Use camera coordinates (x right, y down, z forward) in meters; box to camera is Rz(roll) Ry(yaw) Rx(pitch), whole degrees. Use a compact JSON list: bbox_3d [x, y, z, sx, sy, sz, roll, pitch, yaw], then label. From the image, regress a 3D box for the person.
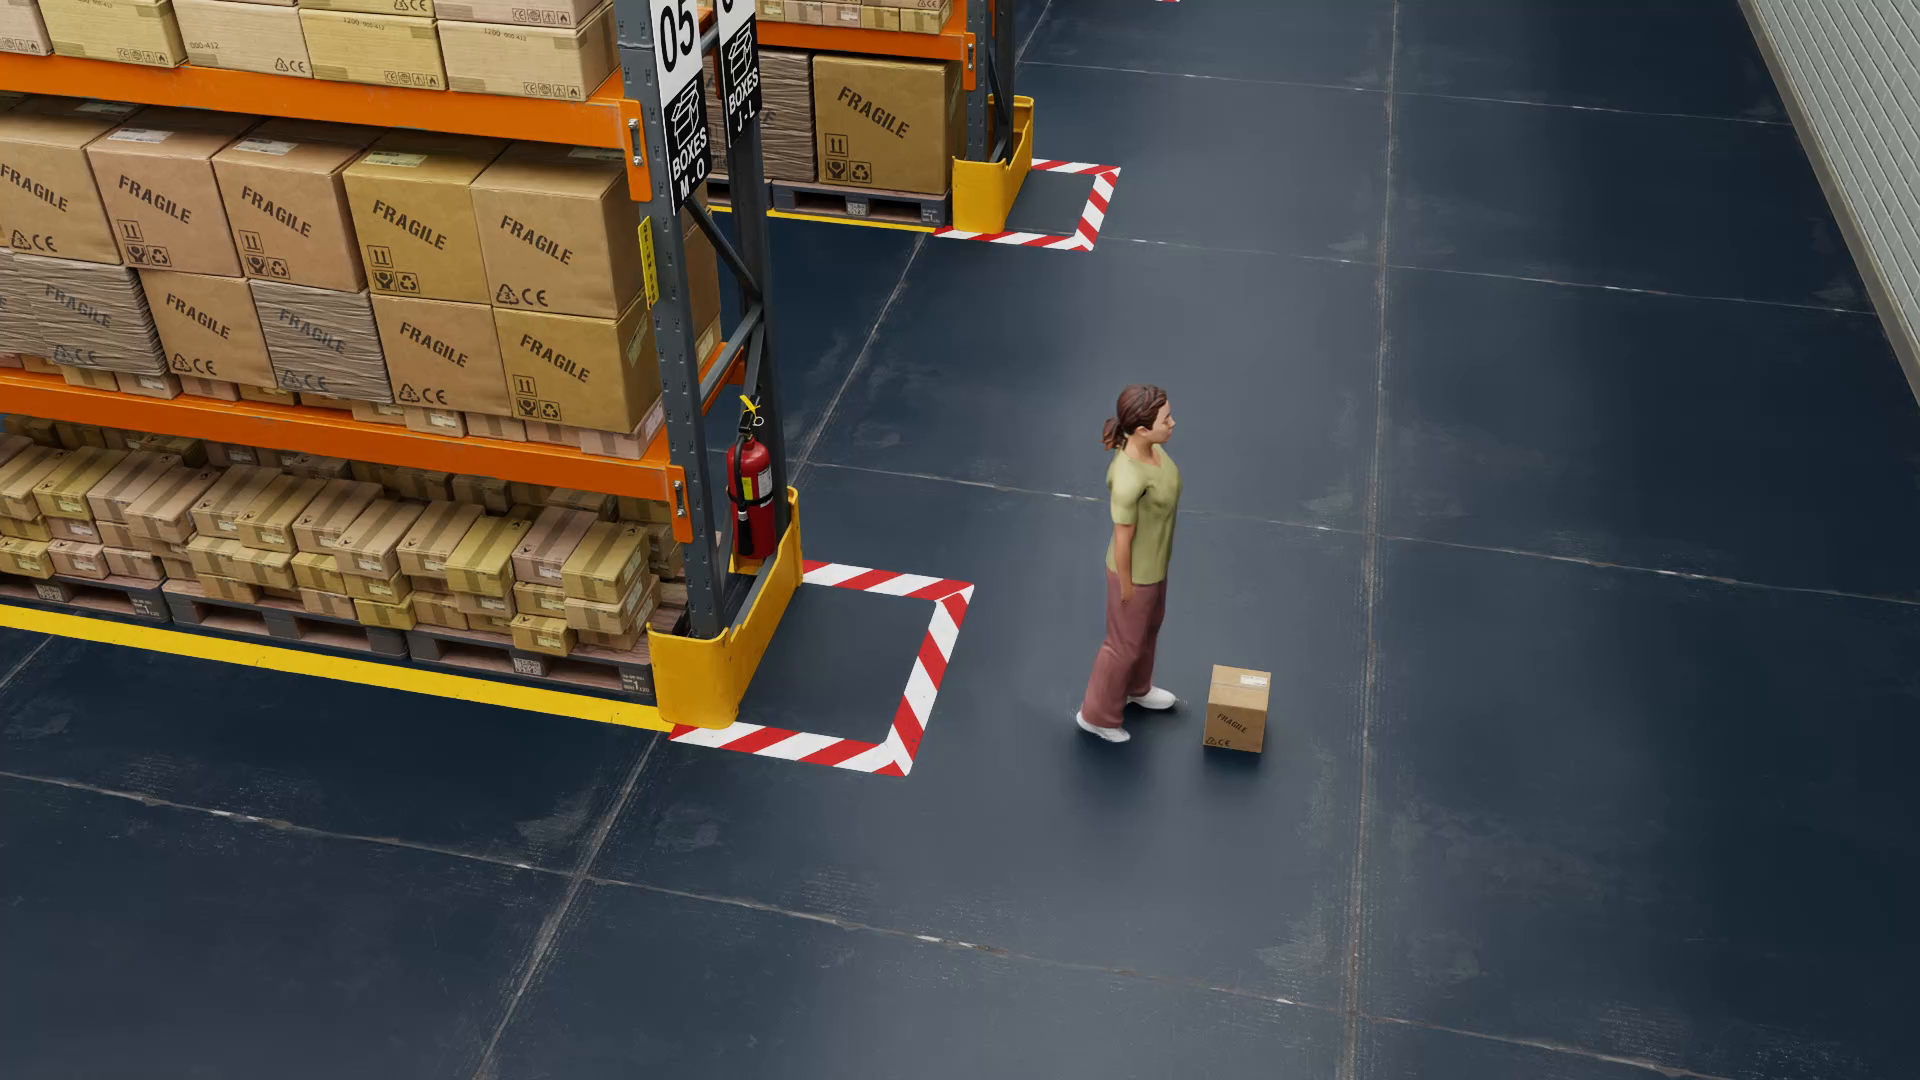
[{"bbox_3d":[0.736,0.116,6.864,0.406,1.731,0.441,8,38,11],"label":"person"}]
